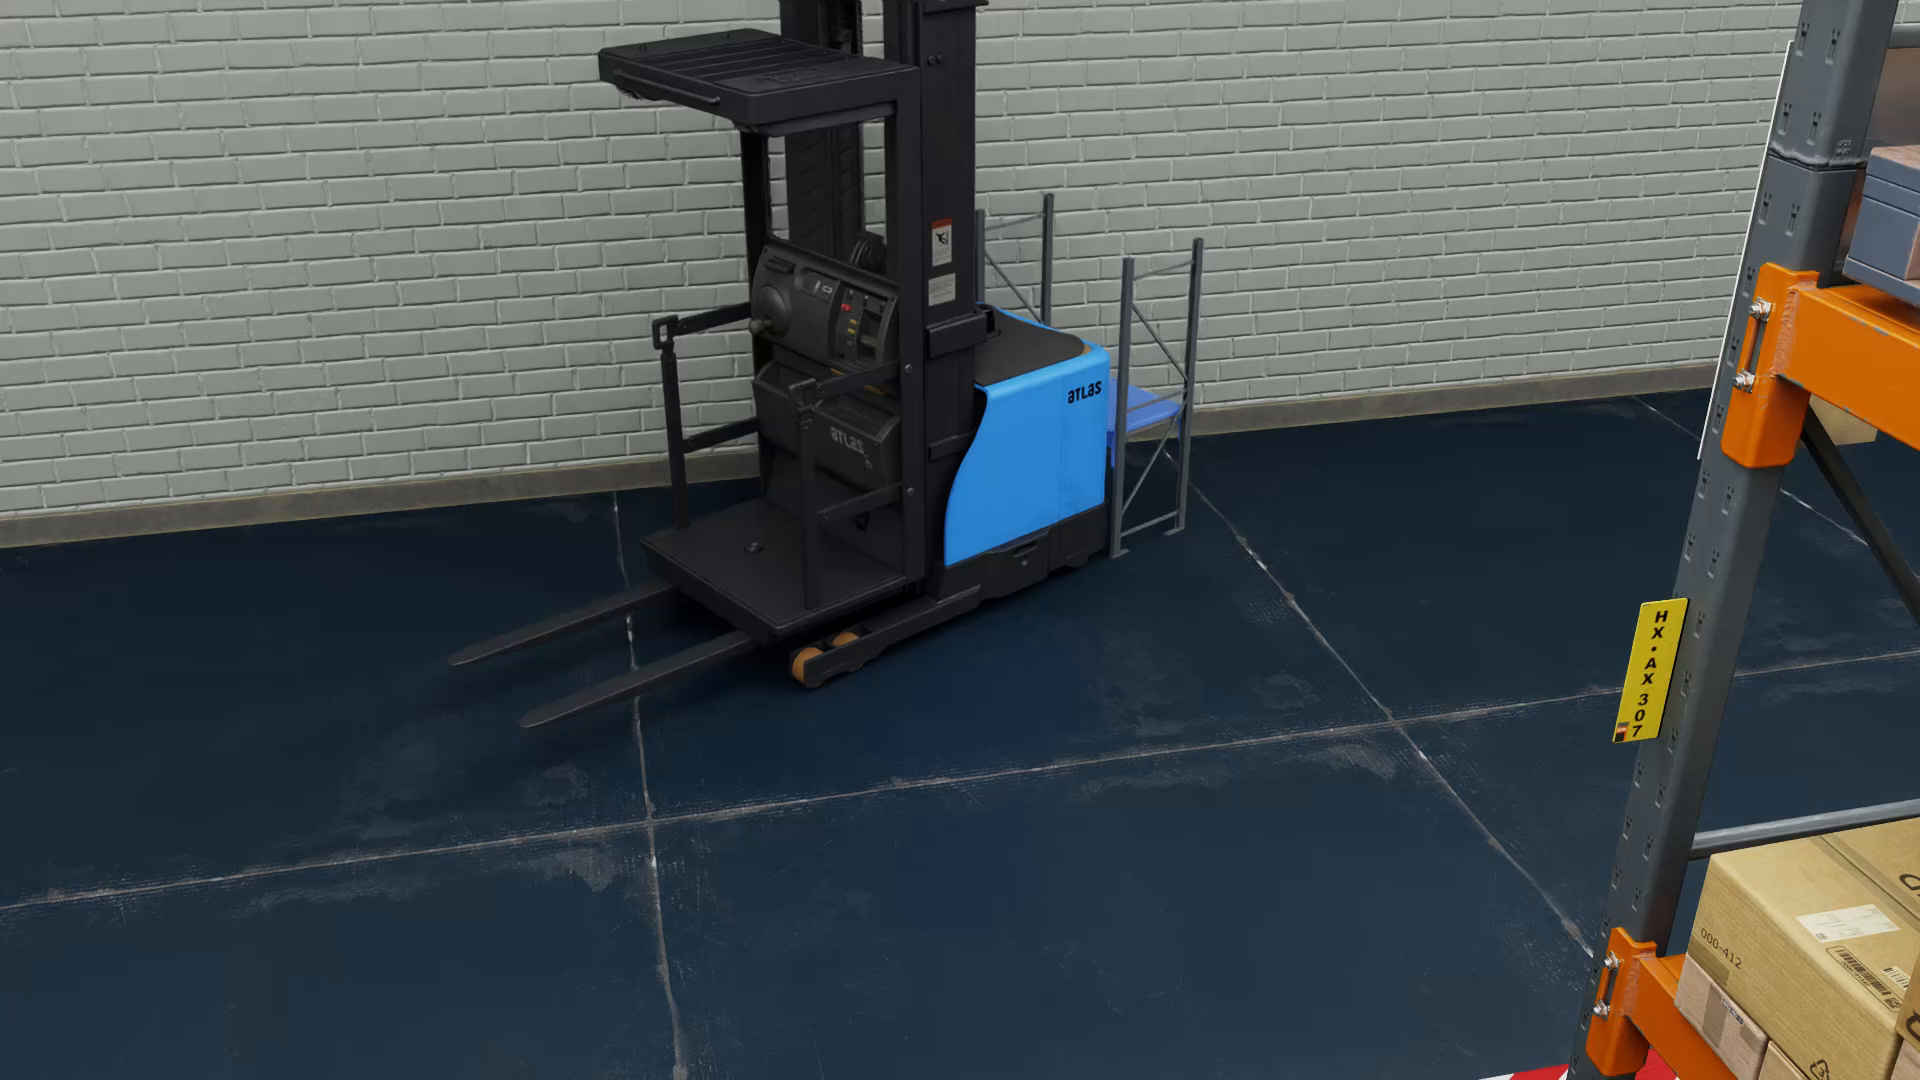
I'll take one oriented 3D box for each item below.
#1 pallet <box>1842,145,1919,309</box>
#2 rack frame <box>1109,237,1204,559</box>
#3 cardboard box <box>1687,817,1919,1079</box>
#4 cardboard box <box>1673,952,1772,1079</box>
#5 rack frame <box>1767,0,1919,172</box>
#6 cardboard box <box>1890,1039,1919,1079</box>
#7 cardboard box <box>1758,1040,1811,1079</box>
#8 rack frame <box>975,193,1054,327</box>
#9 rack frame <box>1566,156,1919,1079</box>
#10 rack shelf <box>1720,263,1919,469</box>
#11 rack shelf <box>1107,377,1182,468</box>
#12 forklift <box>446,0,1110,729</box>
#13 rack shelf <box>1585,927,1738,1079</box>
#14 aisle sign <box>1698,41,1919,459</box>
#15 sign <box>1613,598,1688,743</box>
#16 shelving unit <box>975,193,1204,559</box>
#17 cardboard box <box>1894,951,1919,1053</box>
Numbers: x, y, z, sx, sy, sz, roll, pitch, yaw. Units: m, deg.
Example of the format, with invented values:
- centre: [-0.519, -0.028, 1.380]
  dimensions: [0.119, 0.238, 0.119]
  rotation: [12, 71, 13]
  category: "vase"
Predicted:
- centre: [2.107, -0.341, 2.367]
  dimensions: [1.003, 0.211, 1.213]
  rotation: [-6, 27, -12]
  category: "pallet"
- centre: [0.927, -0.656, 7.884]
  dimensions: [0.500, 1.500, 0.032]
  rotation: [-21, 33, -35]
  category: "rack frame"
- centre: [1.775, 0.806, 3.161]
  dimensions: [0.500, 0.250, 0.500]
  rotation: [-7, 28, -13]
  category: "cardboard box"
- centre: [1.688, 0.935, 3.347]
  dimensions: [0.380, 0.149, 0.250]
  rotation: [-6, 27, -11]
  category: "cardboard box"
- centre: [1.930, -2.045, 2.314]
  dimensions: [1.000, 3.000, 0.127]
  rotation: [-6, 27, -12]
  category: "rack frame"
- centre: [1.899, 1.033, 2.710]
  dimensions: [0.500, 0.250, 0.500]
  rotation: [-6, 27, -12]
  category: "cardboard box"
- centre: [1.748, 1.047, 3.125]
  dimensions: [0.380, 0.149, 0.250]
  rotation: [-6, 27, -12]
  category: "cardboard box"
- centre: [0.272, -1.006, 8.579]
  dimensions: [0.500, 1.500, 0.032]
  rotation: [-21, 33, -35]
  category: "rack frame"
- centre: [1.930, 0.633, 3.666]
  dimensions: [1.000, 3.000, 0.127]
  rotation: [-6, 27, -12]
  category: "rack frame"
- centre: [2.381, 0.494, 1.413]
  dimensions: [1.077, 0.370, 4.000]
  rotation: [-6, 27, -12]
  category: "rack shelf"
- centre: [0.600, -0.670, 8.313]
  dimensions: [0.538, 0.185, 1.000]
  rotation: [-21, 33, -35]
  category: "rack shelf"
- centre: [-0.738, -0.953, 6.885]
  dimensions: [3.031, 2.935, 1.130]
  rotation: [-21, 34, -36]
  category: "forklift"
- centre: [2.381, 1.833, 2.089]
  dimensions: [1.077, 0.370, 4.000]
  rotation: [-6, 27, -12]
  category: "rack shelf"
- centre: [1.621, -0.528, 3.082]
  dimensions: [0.394, 0.787, 0.004]
  rotation: [-6, 27, -12]
  category: "aisle sign"
- centre: [1.388, 0.265, 3.347]
  dimensions: [0.100, 0.325, 0.005]
  rotation: [-6, 27, -12]
  category: "sign"
- centre: [0.600, -0.831, 8.232]
  dimensions: [0.538, 1.500, 1.048]
  rotation: [-21, 33, -35]
  category: "shelving unit"
- centre: [1.888, 0.691, 2.557]
  dimensions: [0.500, 0.500, 0.500]
  rotation: [-7, 28, -13]
  category: "cardboard box"
